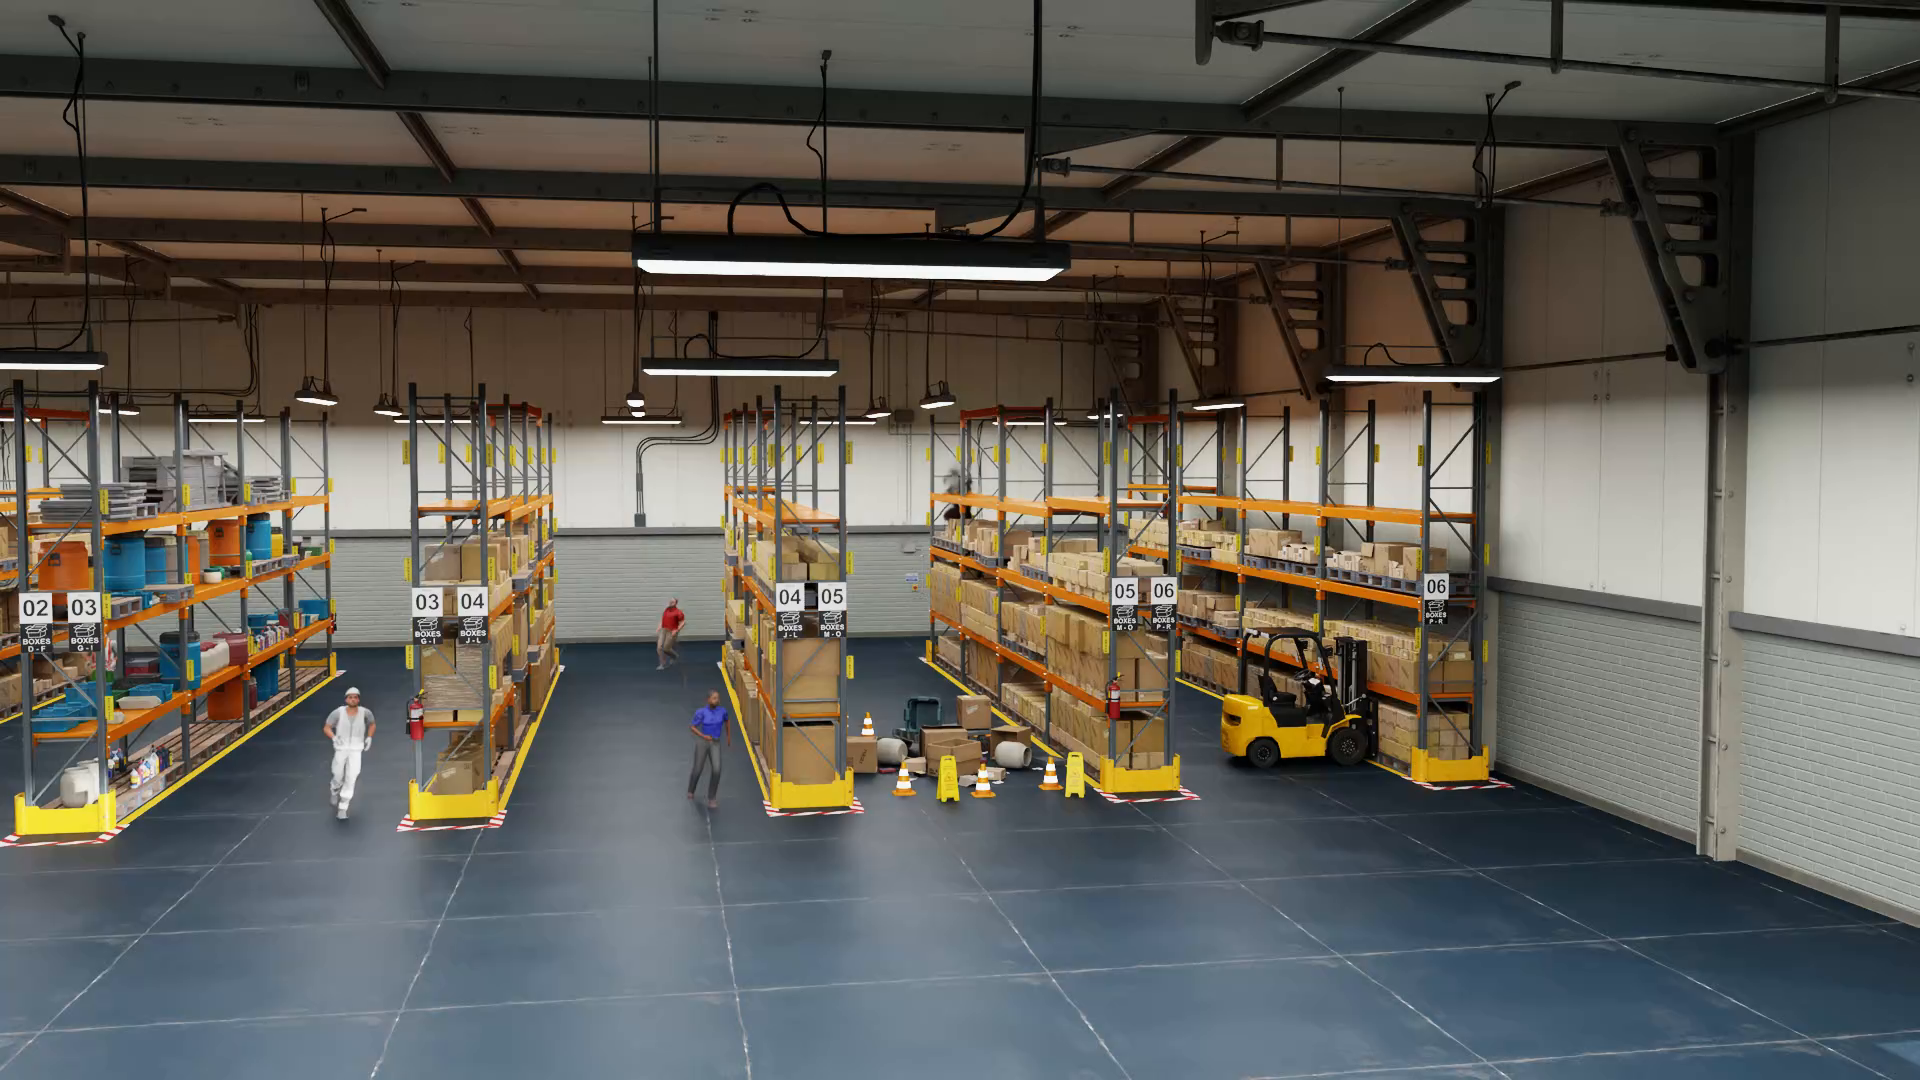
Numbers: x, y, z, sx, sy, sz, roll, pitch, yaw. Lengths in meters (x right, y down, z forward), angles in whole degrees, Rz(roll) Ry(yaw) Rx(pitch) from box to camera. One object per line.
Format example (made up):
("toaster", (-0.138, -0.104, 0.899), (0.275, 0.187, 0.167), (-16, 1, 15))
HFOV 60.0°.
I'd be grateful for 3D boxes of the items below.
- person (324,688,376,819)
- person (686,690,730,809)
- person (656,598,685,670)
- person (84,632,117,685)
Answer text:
("person", (-8.519, 2.945, 23.245), (0.694, 1.776, 0.816), (-1, 3, -24))
("person", (-3.577, 2.991, 23.834), (0.649, 1.706, 0.699), (-1, 3, -22))
("person", (-6.819, 2.201, 39.051), (0.719, 1.682, 0.575), (2, 3, 31))
("person", (-16.500, 2.510, 32.012), (0.655, 1.738, 0.631), (-1, 3, -17))
